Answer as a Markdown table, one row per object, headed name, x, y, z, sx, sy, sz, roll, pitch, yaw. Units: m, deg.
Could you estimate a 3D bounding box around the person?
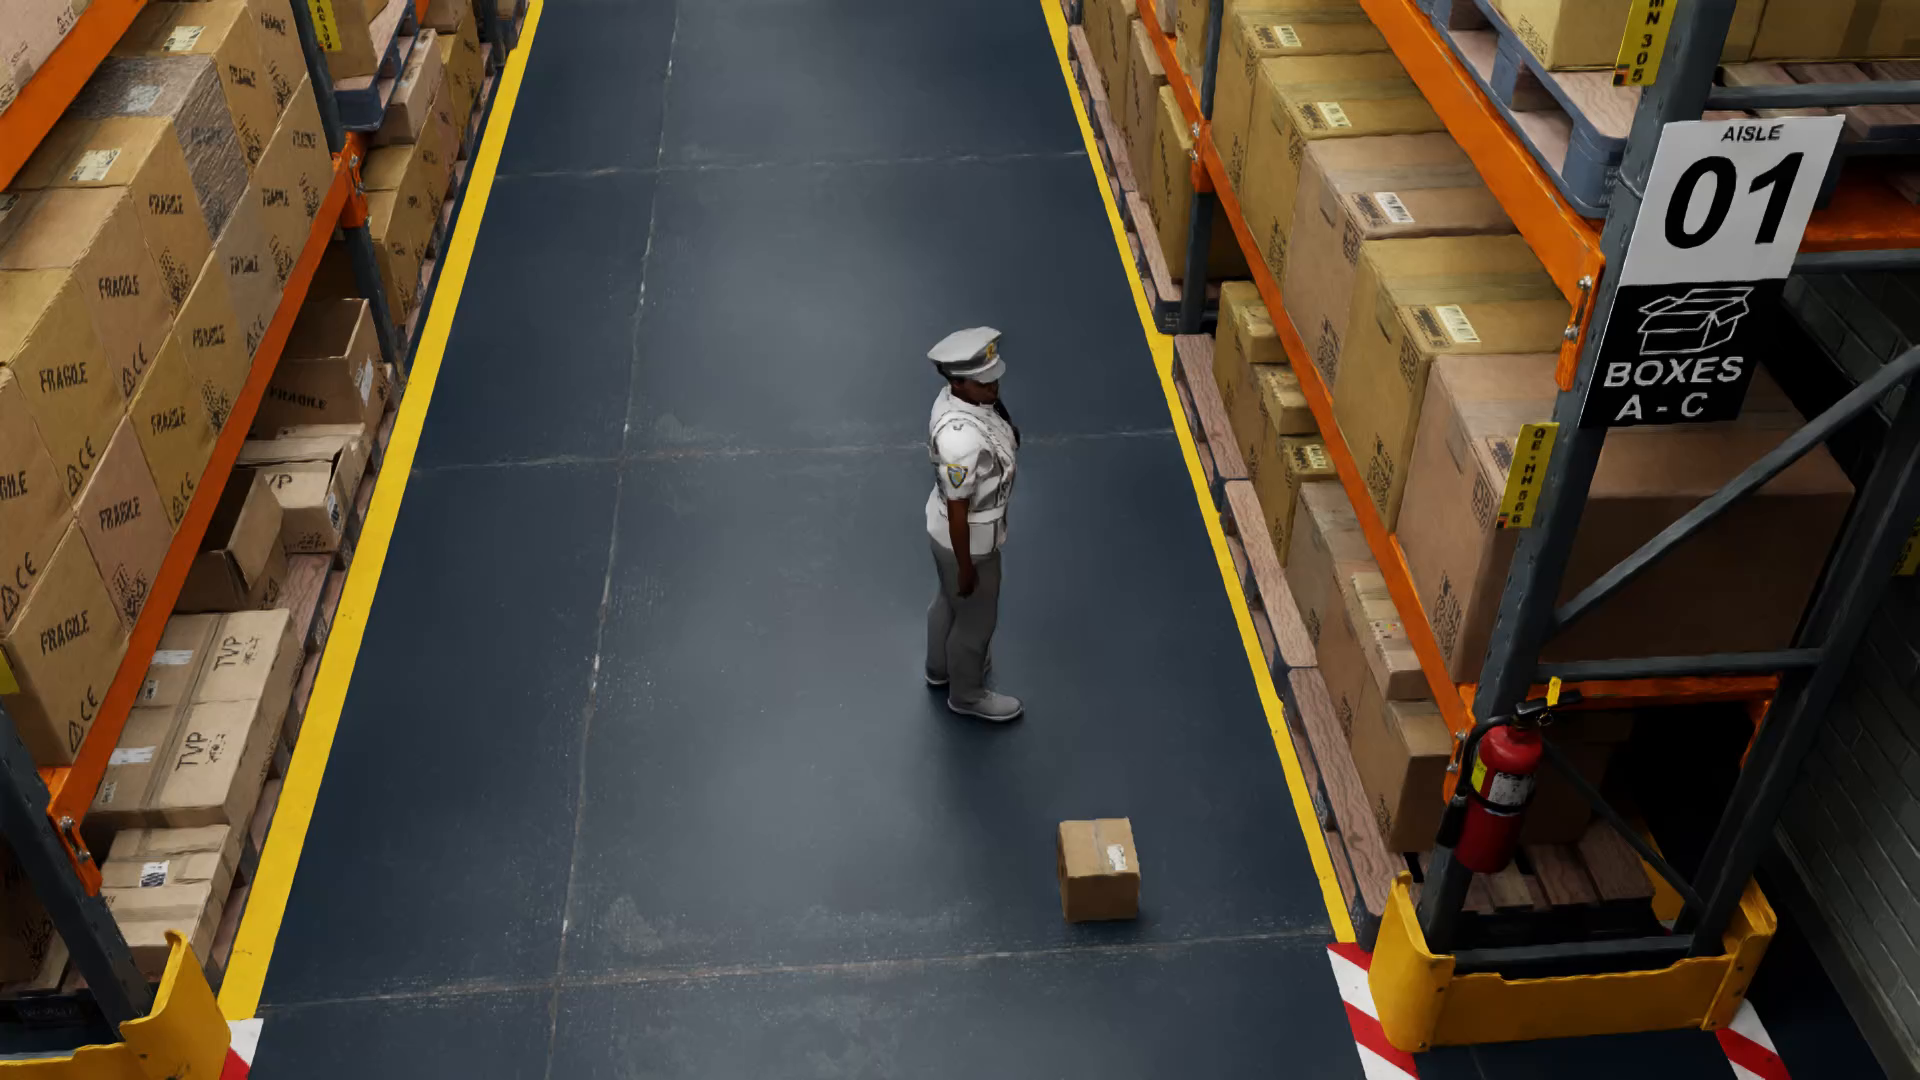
| name | x | y | z | sx | sy | sz | roll | pitch | yaw |
| --- | --- | --- | --- | --- | --- | --- | --- | --- | --- |
| person | 0.053 | -0.073 | 6.196 | 0.385 | 1.685 | 0.584 | 0 | 39 | 0 |
